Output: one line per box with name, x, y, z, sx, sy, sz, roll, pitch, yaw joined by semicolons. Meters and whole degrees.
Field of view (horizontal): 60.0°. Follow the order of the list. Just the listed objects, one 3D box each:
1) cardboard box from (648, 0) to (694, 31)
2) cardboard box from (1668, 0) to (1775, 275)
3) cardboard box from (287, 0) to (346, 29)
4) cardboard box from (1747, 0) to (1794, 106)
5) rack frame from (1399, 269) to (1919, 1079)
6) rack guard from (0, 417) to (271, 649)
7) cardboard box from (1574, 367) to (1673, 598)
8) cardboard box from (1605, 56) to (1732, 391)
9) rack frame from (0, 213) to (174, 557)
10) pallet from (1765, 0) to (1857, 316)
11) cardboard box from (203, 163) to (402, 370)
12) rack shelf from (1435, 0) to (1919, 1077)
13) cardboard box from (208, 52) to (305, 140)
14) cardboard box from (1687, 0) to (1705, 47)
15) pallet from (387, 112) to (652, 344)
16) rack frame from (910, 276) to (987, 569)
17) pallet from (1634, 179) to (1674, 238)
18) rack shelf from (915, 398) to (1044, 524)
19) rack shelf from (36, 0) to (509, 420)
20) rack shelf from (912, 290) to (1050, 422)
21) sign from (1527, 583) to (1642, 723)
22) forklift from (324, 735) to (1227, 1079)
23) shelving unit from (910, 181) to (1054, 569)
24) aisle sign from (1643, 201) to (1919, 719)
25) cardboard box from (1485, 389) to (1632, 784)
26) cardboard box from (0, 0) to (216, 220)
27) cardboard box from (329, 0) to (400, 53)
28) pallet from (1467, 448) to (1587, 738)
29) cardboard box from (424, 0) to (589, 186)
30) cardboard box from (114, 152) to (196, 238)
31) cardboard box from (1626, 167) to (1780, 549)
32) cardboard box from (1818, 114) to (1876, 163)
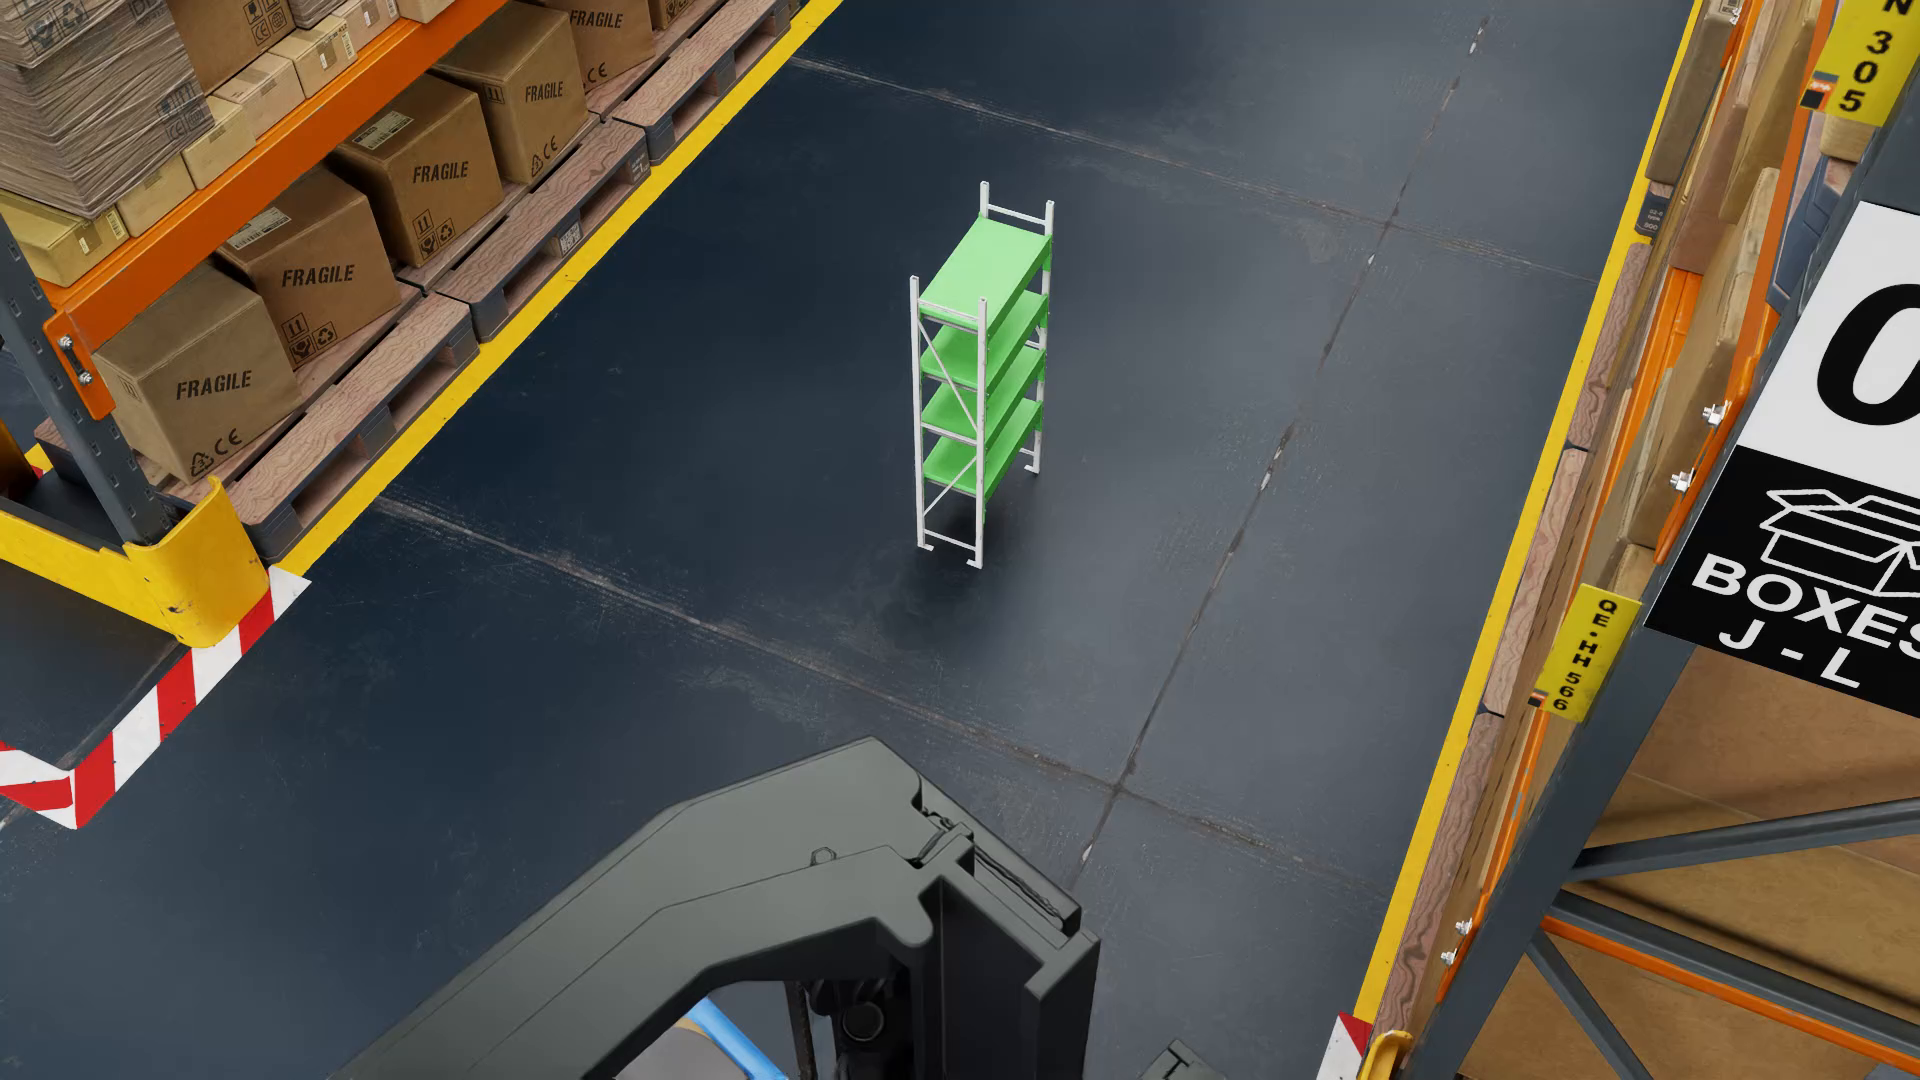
cardboard box;-1.441;-2.674;7.421;0.500;0.500;0.500;18;52;15
cardboard box;2.509;-0.998;4.531;0.875;0.550;0.550;20;52;16
cardboard box;-2.325;-2.068;5.279;0.875;0.500;0.500;20;52;16
cardboard box;2.534;-1.339;4.112;0.875;0.550;0.550;20;52;16
rack frame;1.499;0.828;3.076;1.000;3.000;0.127;20;52;16
rack guard;-2.910;-0.098;5.505;1.175;0.500;0.348;20;52;16
cardboard box;1.831;0.123;3.577;0.875;0.550;0.550;20;52;16
cardboard box;2.875;-0.964;5.720;0.875;0.875;0.875;21;53;17
rack frame;-2.943;-0.856;4.509;1.000;3.000;0.127;20;52;16
pallet;1.806;-0.630;2.405;1.003;0.211;1.213;20;52;16
cardboard box;-2.436;-1.029;6.022;0.500;0.500;0.500;33;57;25
rack shelf;2.353;-0.316;4.522;1.077;0.370;4.000;20;52;16
cardboard box;-2.273;-1.405;5.141;0.380;0.149;0.250;20;52;16
cardboard box;3.807;-2.453;7.069;1.050;0.750;0.750;20;52;16
pallet;-2.009;-1.389;6.793;1.003;0.211;1.213;20;52;16
rack frame;-0.034;-0.335;5.247;0.240;1.200;0.015;20;52;16
pallet;3.469;-1.579;6.955;1.003;0.211;1.213;20;52;16
rack shelf;0.071;-0.306;5.621;0.258;0.148;0.480;20;52;16
rack shelf;-2.088;-2.000;5.954;1.077;0.370;4.000;20;52;16
rack shelf;0.071;-0.617;5.256;0.258;0.148;0.480;20;52;16
sign;1.014;0.190;2.703;0.100;0.325;0.005;20;52;16
forklift;0.107;1.714;2.367;3.031;2.935;1.130;36;58;27
shelving unit;0.071;-0.503;5.390;0.258;1.200;0.503;20;52;16
aisle sign;1.197;-0.063;2.128;0.394;0.787;0.004;20;52;16
cardboard box;2.103;0.285;4.657;0.875;0.875;0.875;19;52;16
cardboard box;-2.683;-1.354;4.672;0.875;0.500;0.500;20;52;16
cardboard box;-2.077;-1.756;5.439;0.380;0.149;0.250;20;52;16
pallet;2.292;0.318;5.341;1.003;0.211;1.213;20;52;16
cardboard box;-1.873;-1.824;6.698;0.500;0.500;0.500;16;51;13
cardboard box;-2.481;-1.059;4.846;0.380;0.149;0.250;20;52;16
cardboard box;1.844;-0.222;3.162;0.875;0.550;0.550;20;52;16
cardboard box;1.334;-0.571;2.120;0.380;0.149;0.250;20;52;16
